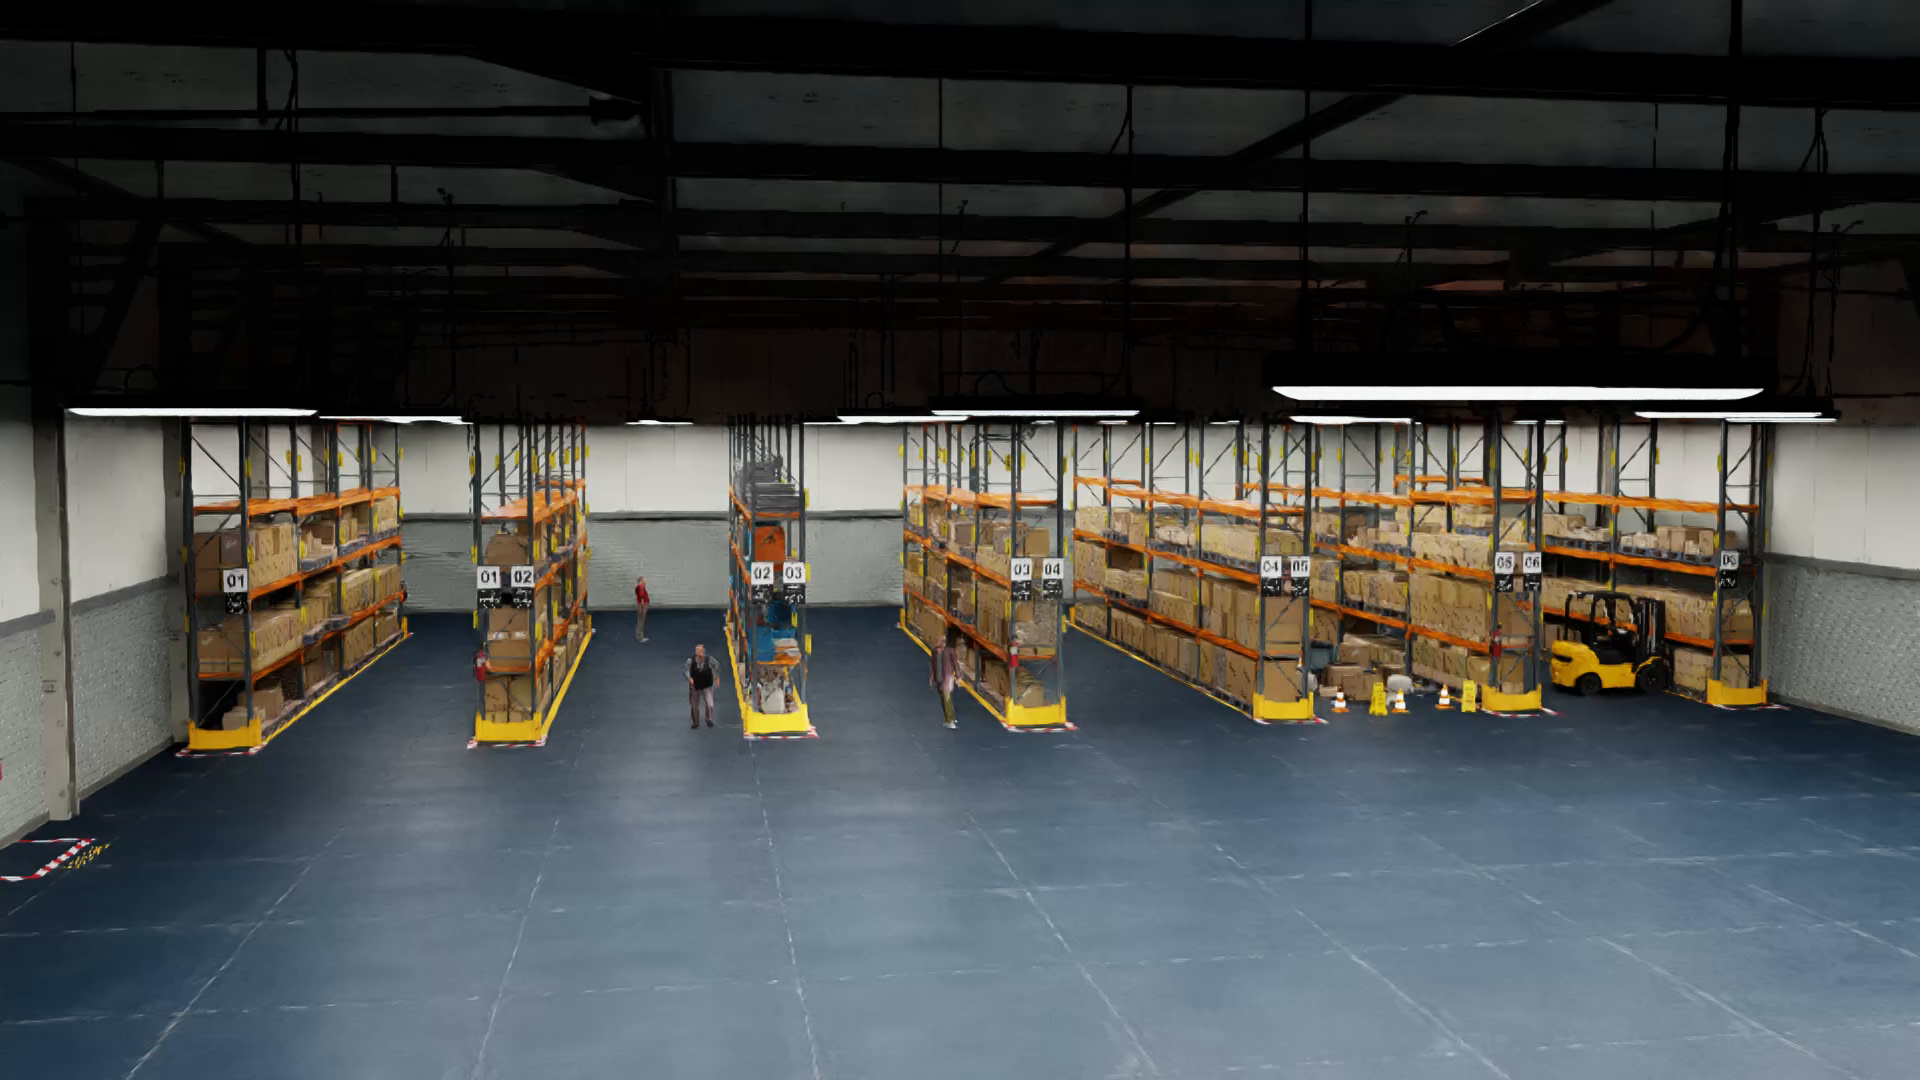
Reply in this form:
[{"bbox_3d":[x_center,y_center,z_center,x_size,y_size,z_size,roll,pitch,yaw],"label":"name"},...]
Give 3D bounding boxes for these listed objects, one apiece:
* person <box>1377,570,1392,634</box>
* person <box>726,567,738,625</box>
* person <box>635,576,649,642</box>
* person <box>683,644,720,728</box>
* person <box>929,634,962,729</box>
[{"bbox_3d":[11.653,1.702,45.969,0.591,1.763,0.685,1,4,14],"label":"person"},{"bbox_3d":[-6.480,1.602,48.163,0.549,1.670,0.673,2,4,25],"label":"person"},{"bbox_3d":[-8.483,1.828,44.388,0.409,1.726,0.635,-1,4,-20],"label":"person"},{"bbox_3d":[-4.880,2.773,31.402,0.671,1.647,0.769,0,4,-2],"label":"person"},{"bbox_3d":[-0.266,2.672,31.747,0.687,1.779,0.547,4,5,43],"label":"person"}]
